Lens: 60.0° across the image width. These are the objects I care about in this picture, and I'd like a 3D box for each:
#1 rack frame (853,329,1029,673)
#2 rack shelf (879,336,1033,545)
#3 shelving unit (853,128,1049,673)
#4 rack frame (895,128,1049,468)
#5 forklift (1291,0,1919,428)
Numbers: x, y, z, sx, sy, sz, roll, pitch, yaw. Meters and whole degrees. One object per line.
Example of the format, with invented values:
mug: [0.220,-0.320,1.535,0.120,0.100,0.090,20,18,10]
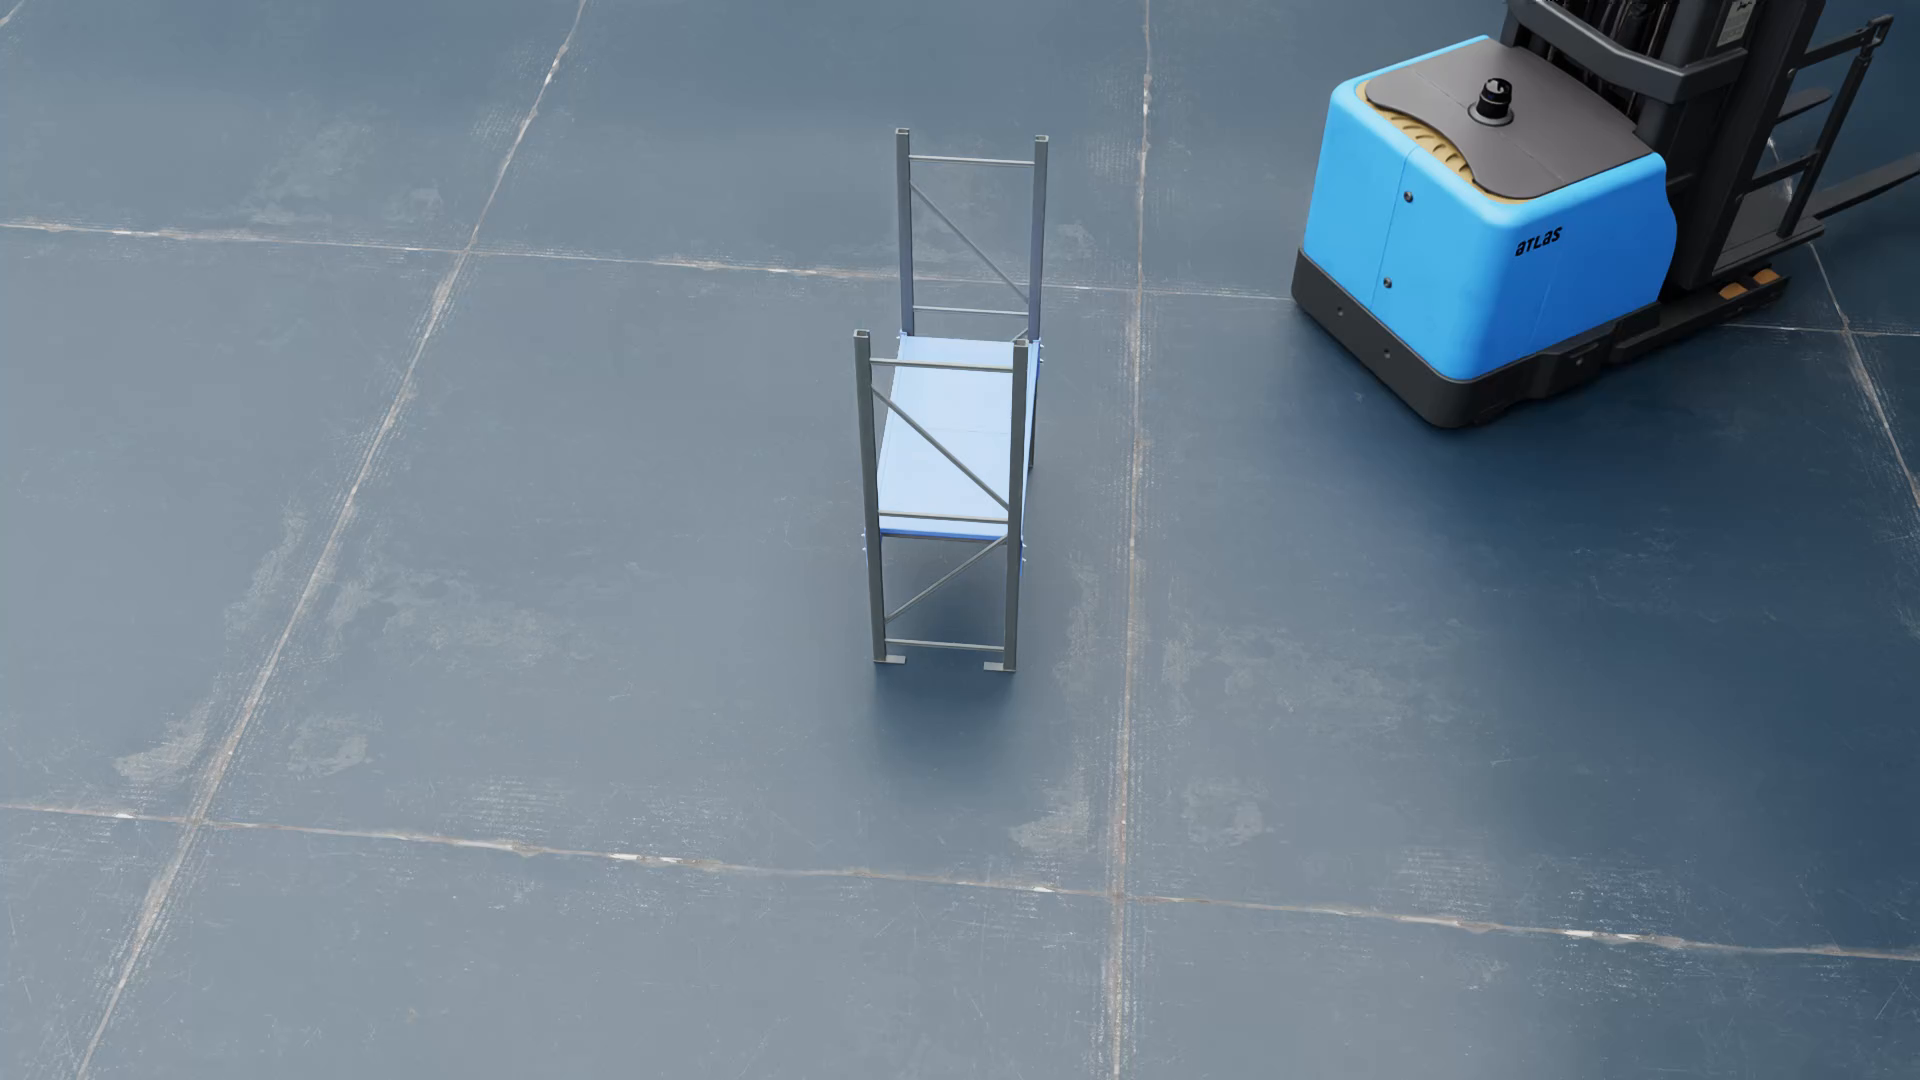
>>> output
rack frame: [-0.054,-0.070,5.298,0.500,1.500,0.032,4,48,4]
rack shelf: [-0.008,-0.355,5.736,0.459,0.062,0.952,4,48,4]
shelving unit: [-0.008,-0.443,5.639,0.500,1.500,1.048,4,48,4]
rack frame: [0.039,-0.817,5.981,0.500,1.500,0.032,4,48,4]
forklift: [2.957,-2.236,6.309,3.031,2.935,1.130,-22,51,-19]
